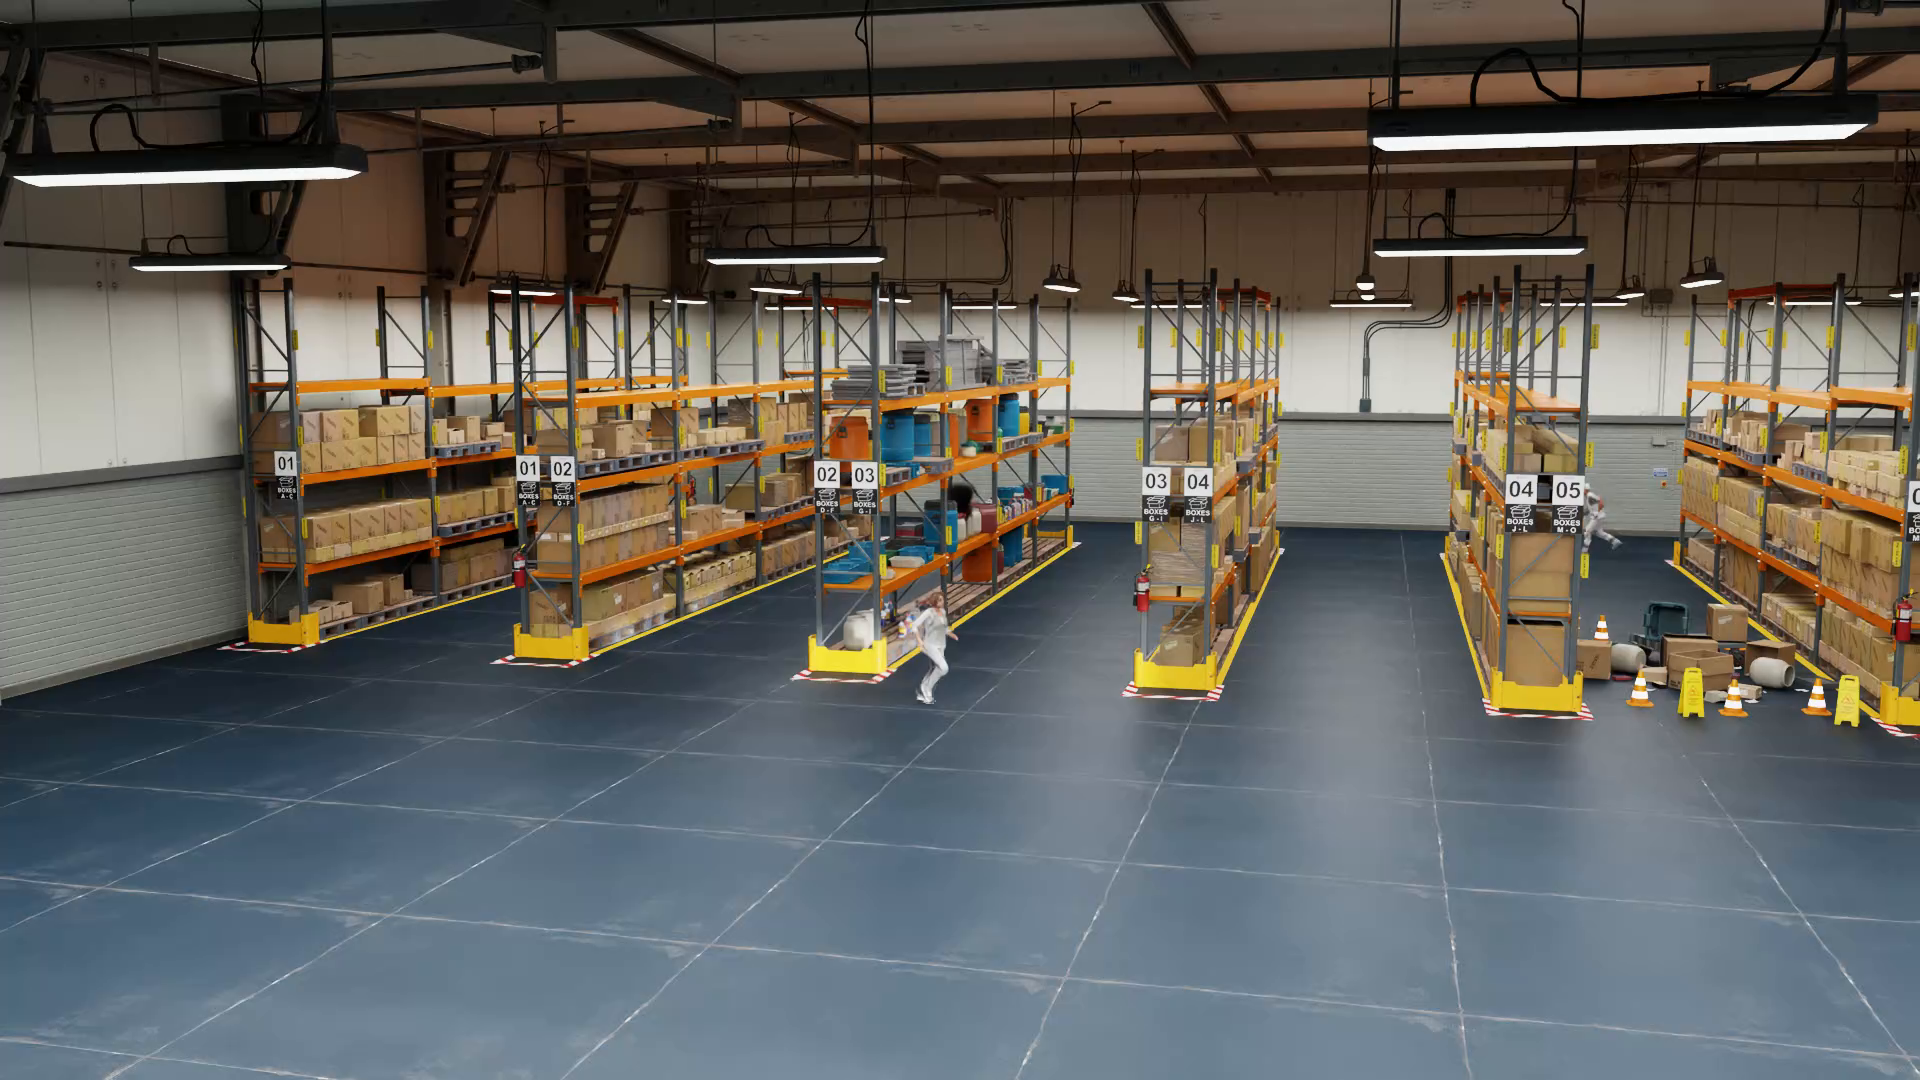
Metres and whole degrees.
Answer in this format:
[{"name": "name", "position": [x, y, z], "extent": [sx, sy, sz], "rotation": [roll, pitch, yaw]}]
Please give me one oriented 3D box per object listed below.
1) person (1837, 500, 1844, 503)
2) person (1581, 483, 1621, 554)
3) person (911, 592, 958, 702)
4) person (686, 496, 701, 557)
[{"name": "person", "position": [18.284, -0.017, 34.447], "extent": [0.641, 1.816, 0.915], "rotation": [-1, 7, -7]}, {"name": "person", "position": [14.868, -0.461, 38.653], "extent": [1.048, 1.728, 0.689], "rotation": [0, 7, 2]}, {"name": "person", "position": [-0.335, 1.482, 22.842], "extent": [0.690, 1.554, 0.508], "rotation": [5, 8, 35]}, {"name": "person", "position": [-5.867, -0.164, 36.436], "extent": [0.588, 1.602, 0.653], "rotation": [1, 7, 12]}]
